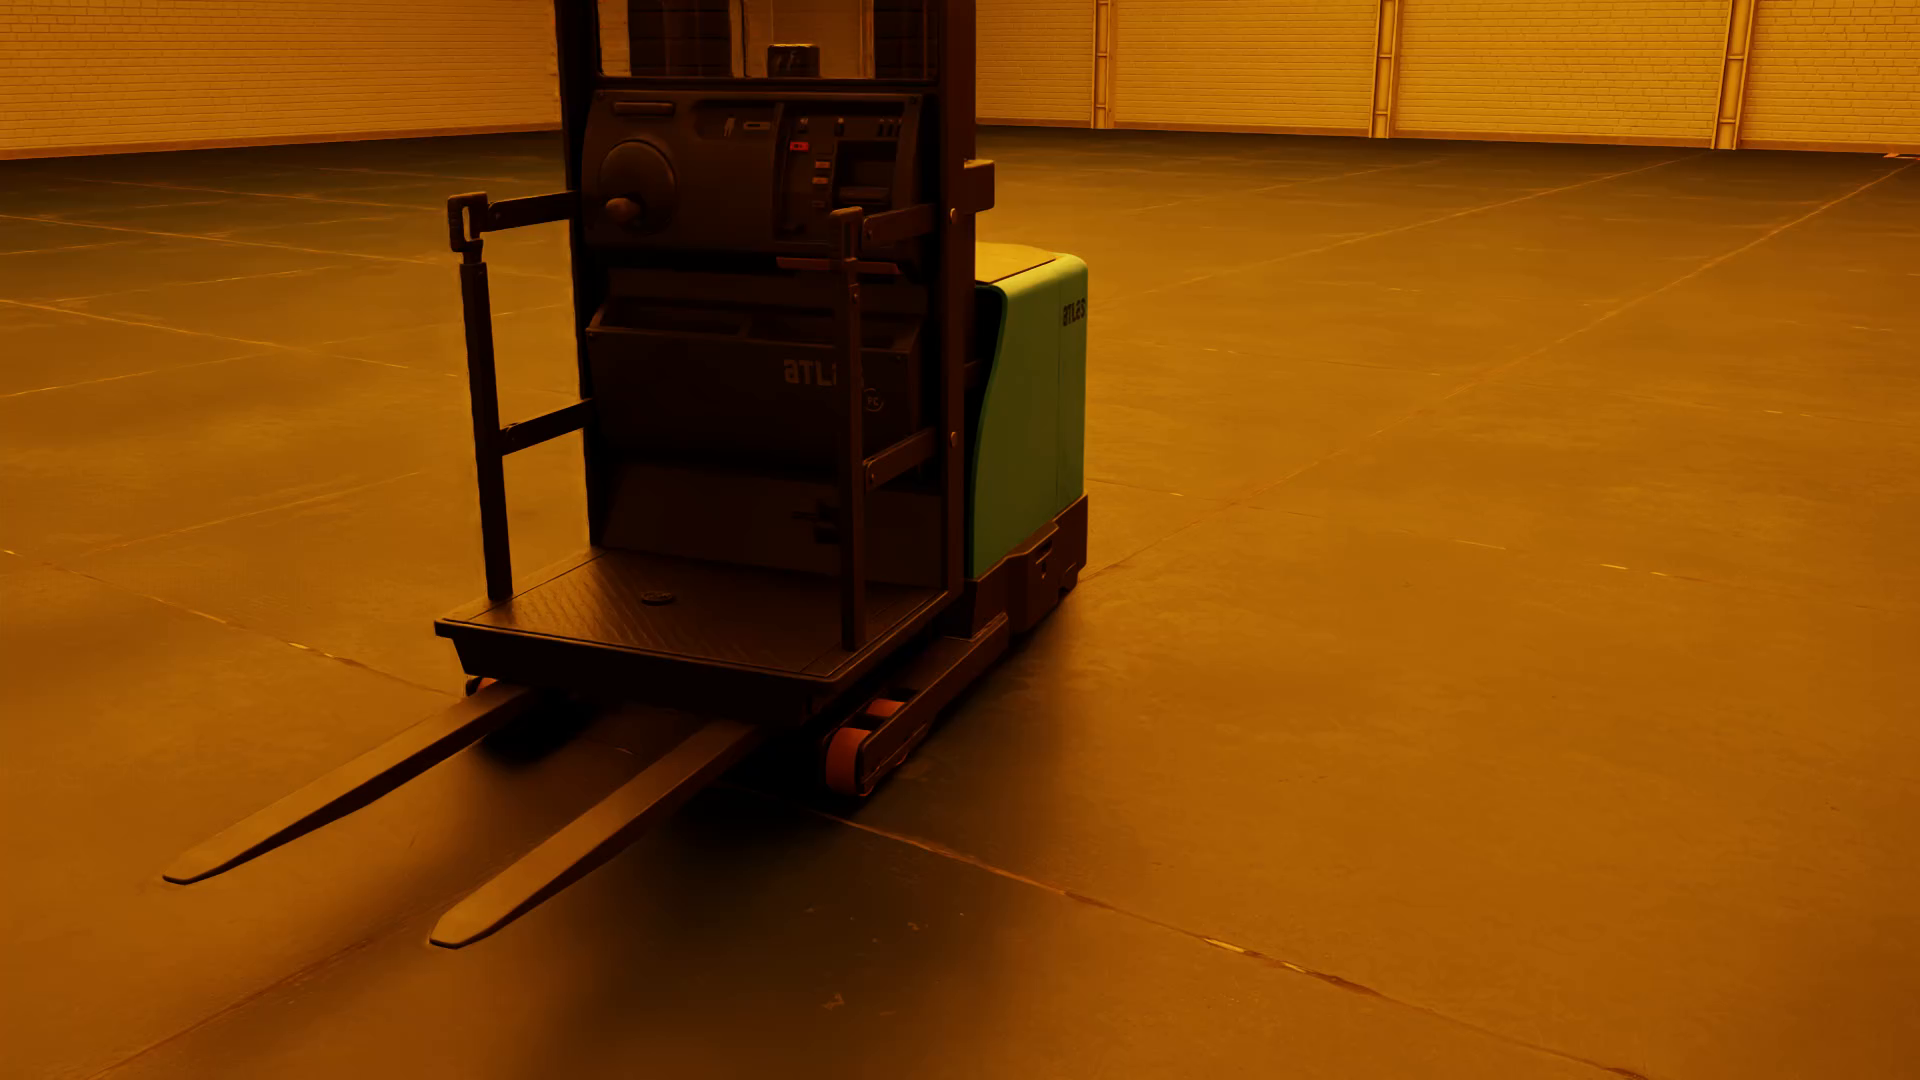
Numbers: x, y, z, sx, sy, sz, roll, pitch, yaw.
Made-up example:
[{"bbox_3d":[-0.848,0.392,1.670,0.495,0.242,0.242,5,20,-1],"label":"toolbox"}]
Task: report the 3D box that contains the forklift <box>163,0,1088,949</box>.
[{"bbox_3d":[-0.606,-0.933,3.952,1.130,2.935,3.031,7,18,21],"label":"forklift"}]
